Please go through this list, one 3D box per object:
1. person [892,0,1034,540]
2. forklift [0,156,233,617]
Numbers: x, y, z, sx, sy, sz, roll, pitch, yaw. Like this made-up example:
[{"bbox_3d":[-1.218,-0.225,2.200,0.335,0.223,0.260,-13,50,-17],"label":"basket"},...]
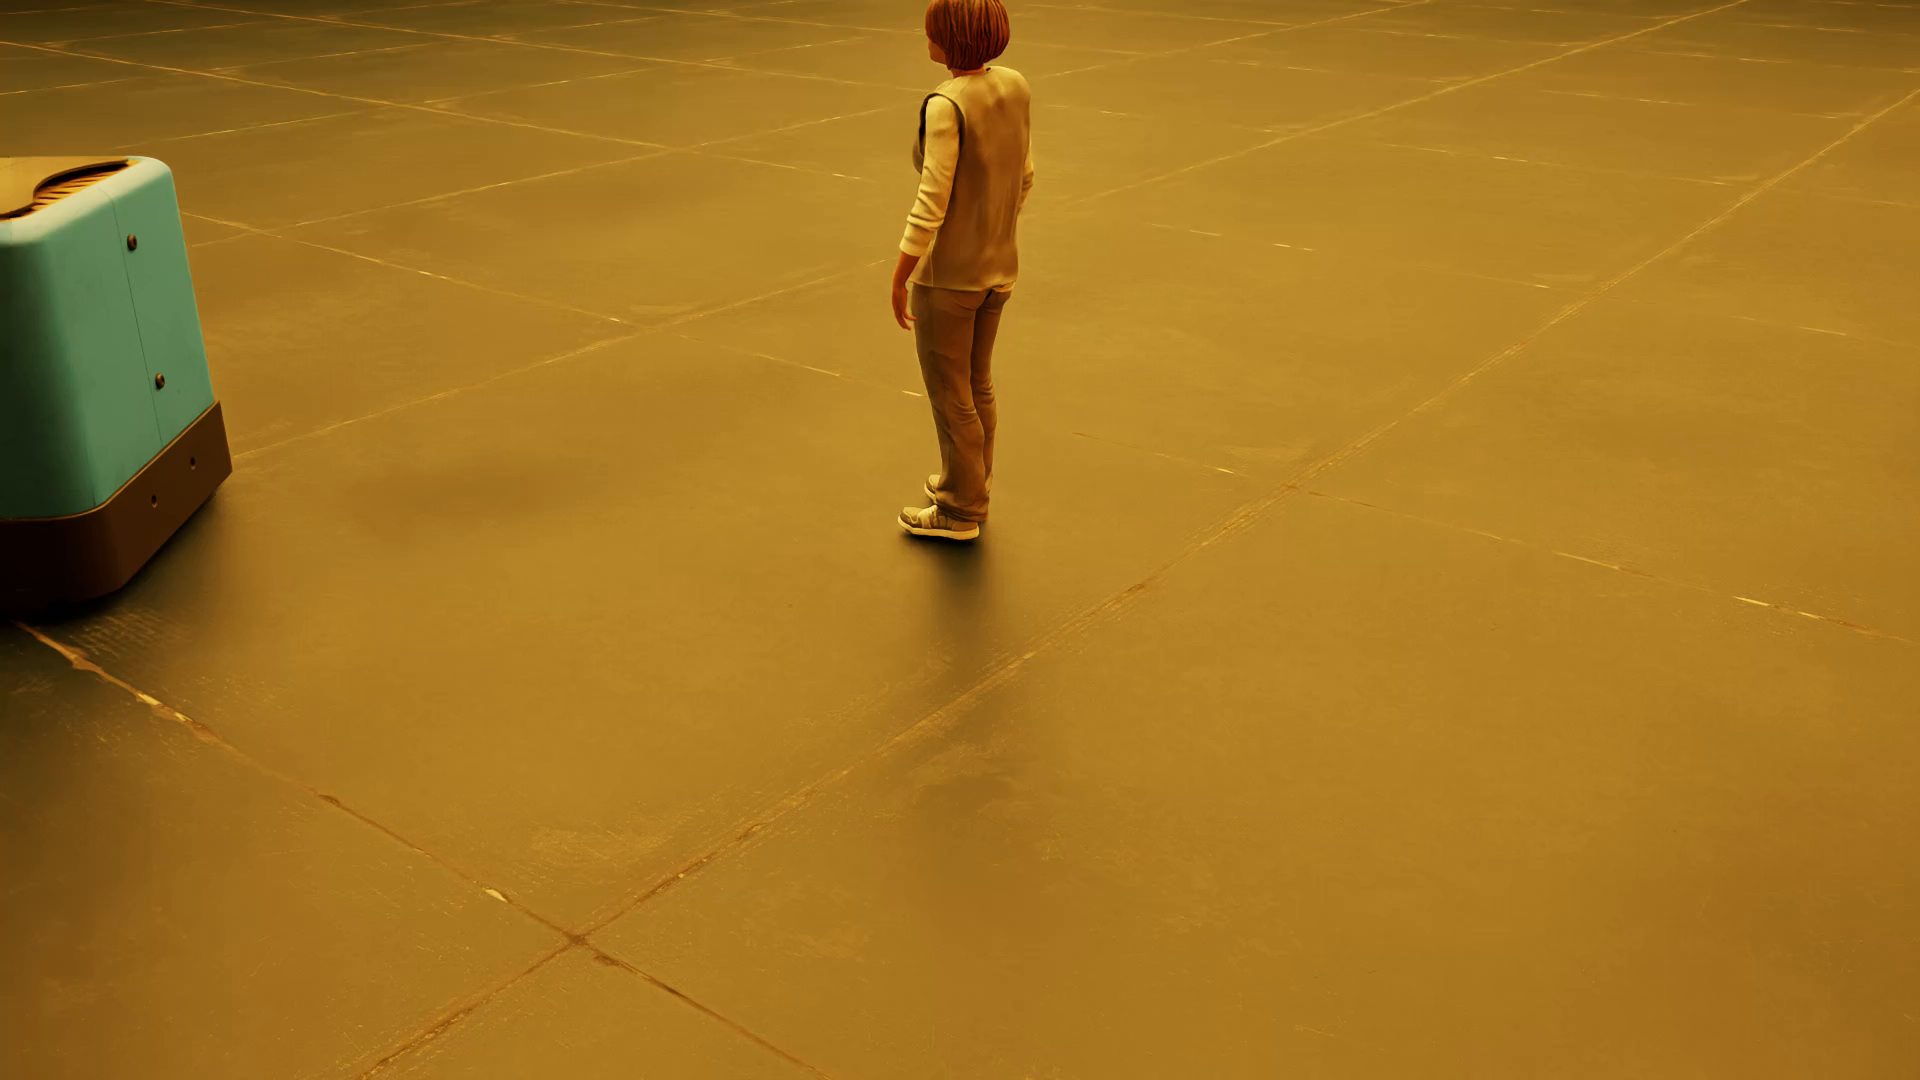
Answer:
[{"bbox_3d":[-0.051,-0.762,4.745,0.473,1.599,0.521,17,29,34],"label":"person"},{"bbox_3d":[-3.821,-1.290,4.304,3.031,2.935,1.130,-1,23,-3],"label":"forklift"}]
